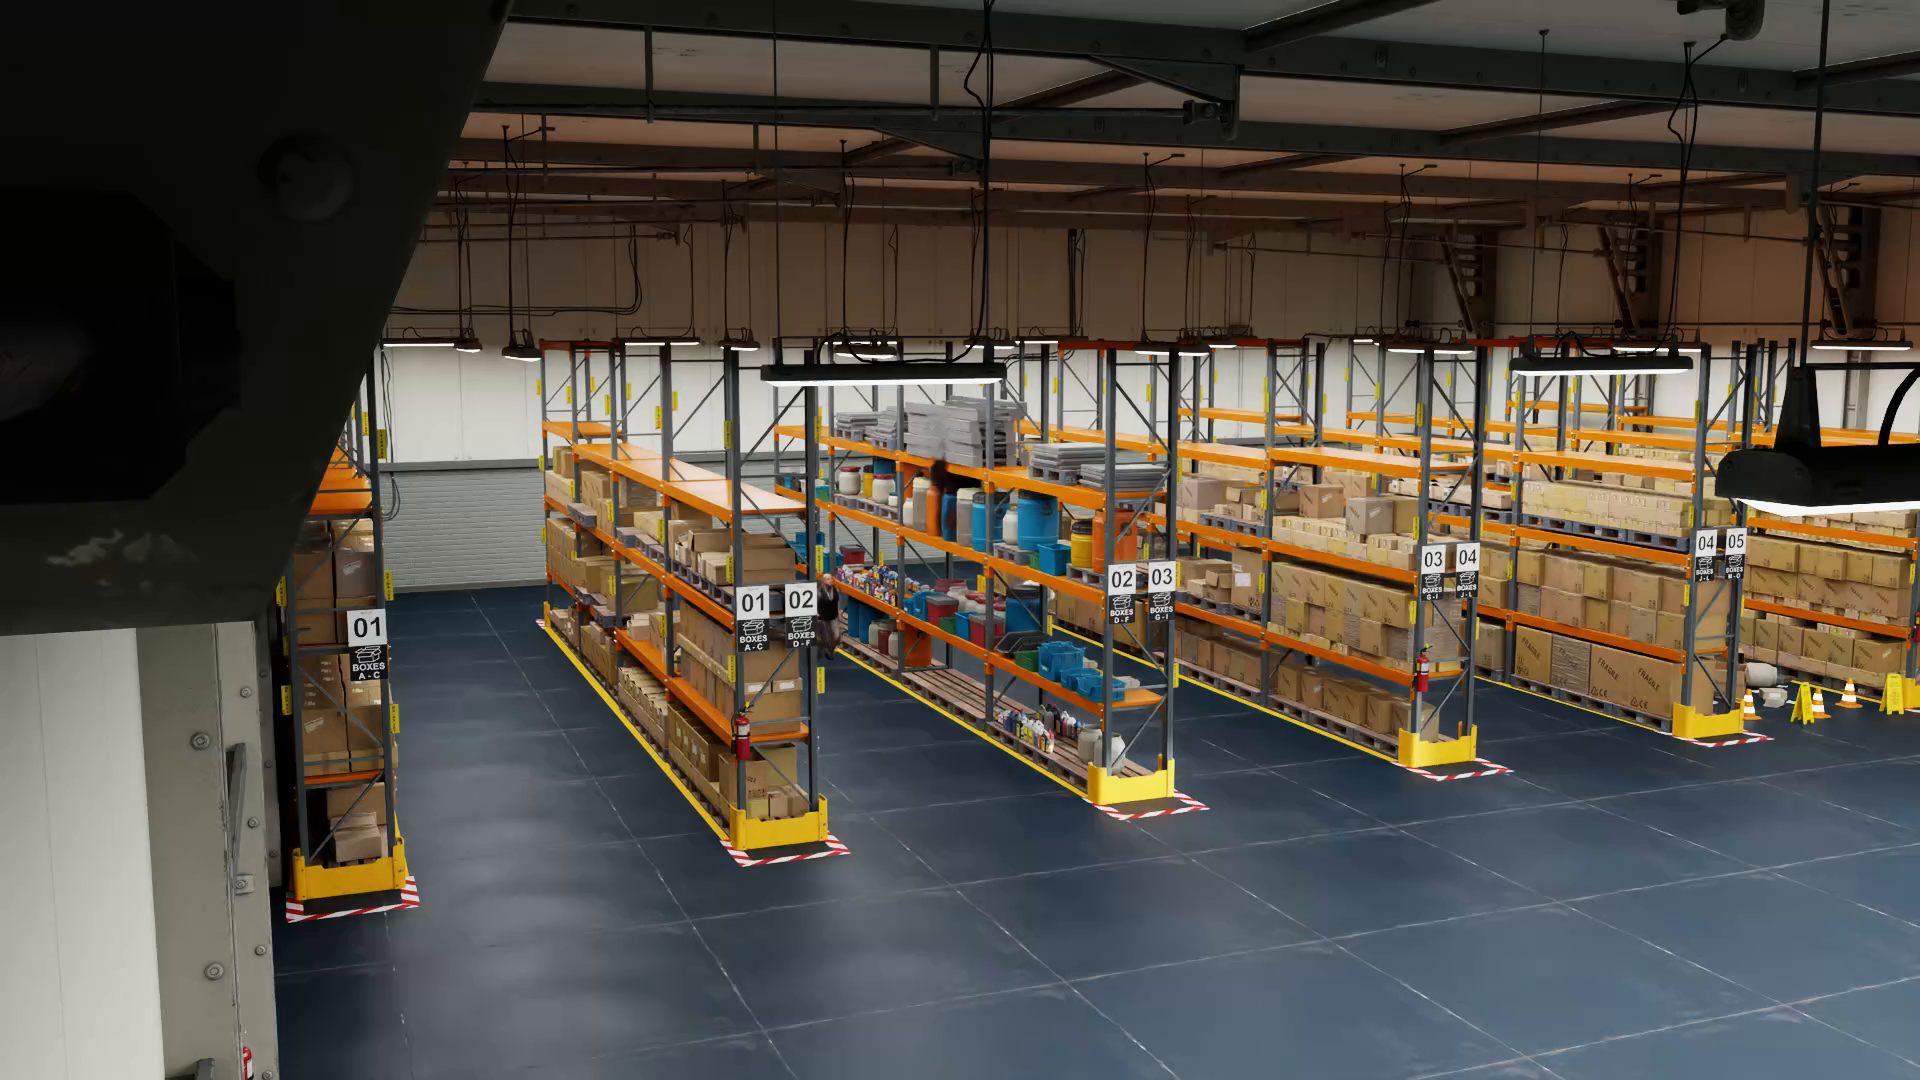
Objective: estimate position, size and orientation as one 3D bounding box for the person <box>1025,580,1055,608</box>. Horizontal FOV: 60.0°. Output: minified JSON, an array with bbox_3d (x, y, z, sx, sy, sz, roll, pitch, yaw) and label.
[{"bbox_3d":[1.474,1.297,30.217,0.566,1.768,0.661,-6,9,-37],"label":"person"}]

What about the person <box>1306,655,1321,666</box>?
[{"bbox_3d":[6.694,1.600,30.526,0.505,1.524,0.783,-7,10,-42],"label":"person"}]

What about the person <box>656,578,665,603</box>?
[{"bbox_3d":[-6.279,0.964,35.203,0.637,1.643,0.658,7,10,44],"label":"person"}]

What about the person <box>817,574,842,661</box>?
[{"bbox_3d":[-2.408,1.412,30.091,0.673,1.633,0.675,-5,9,-32],"label":"person"}]
